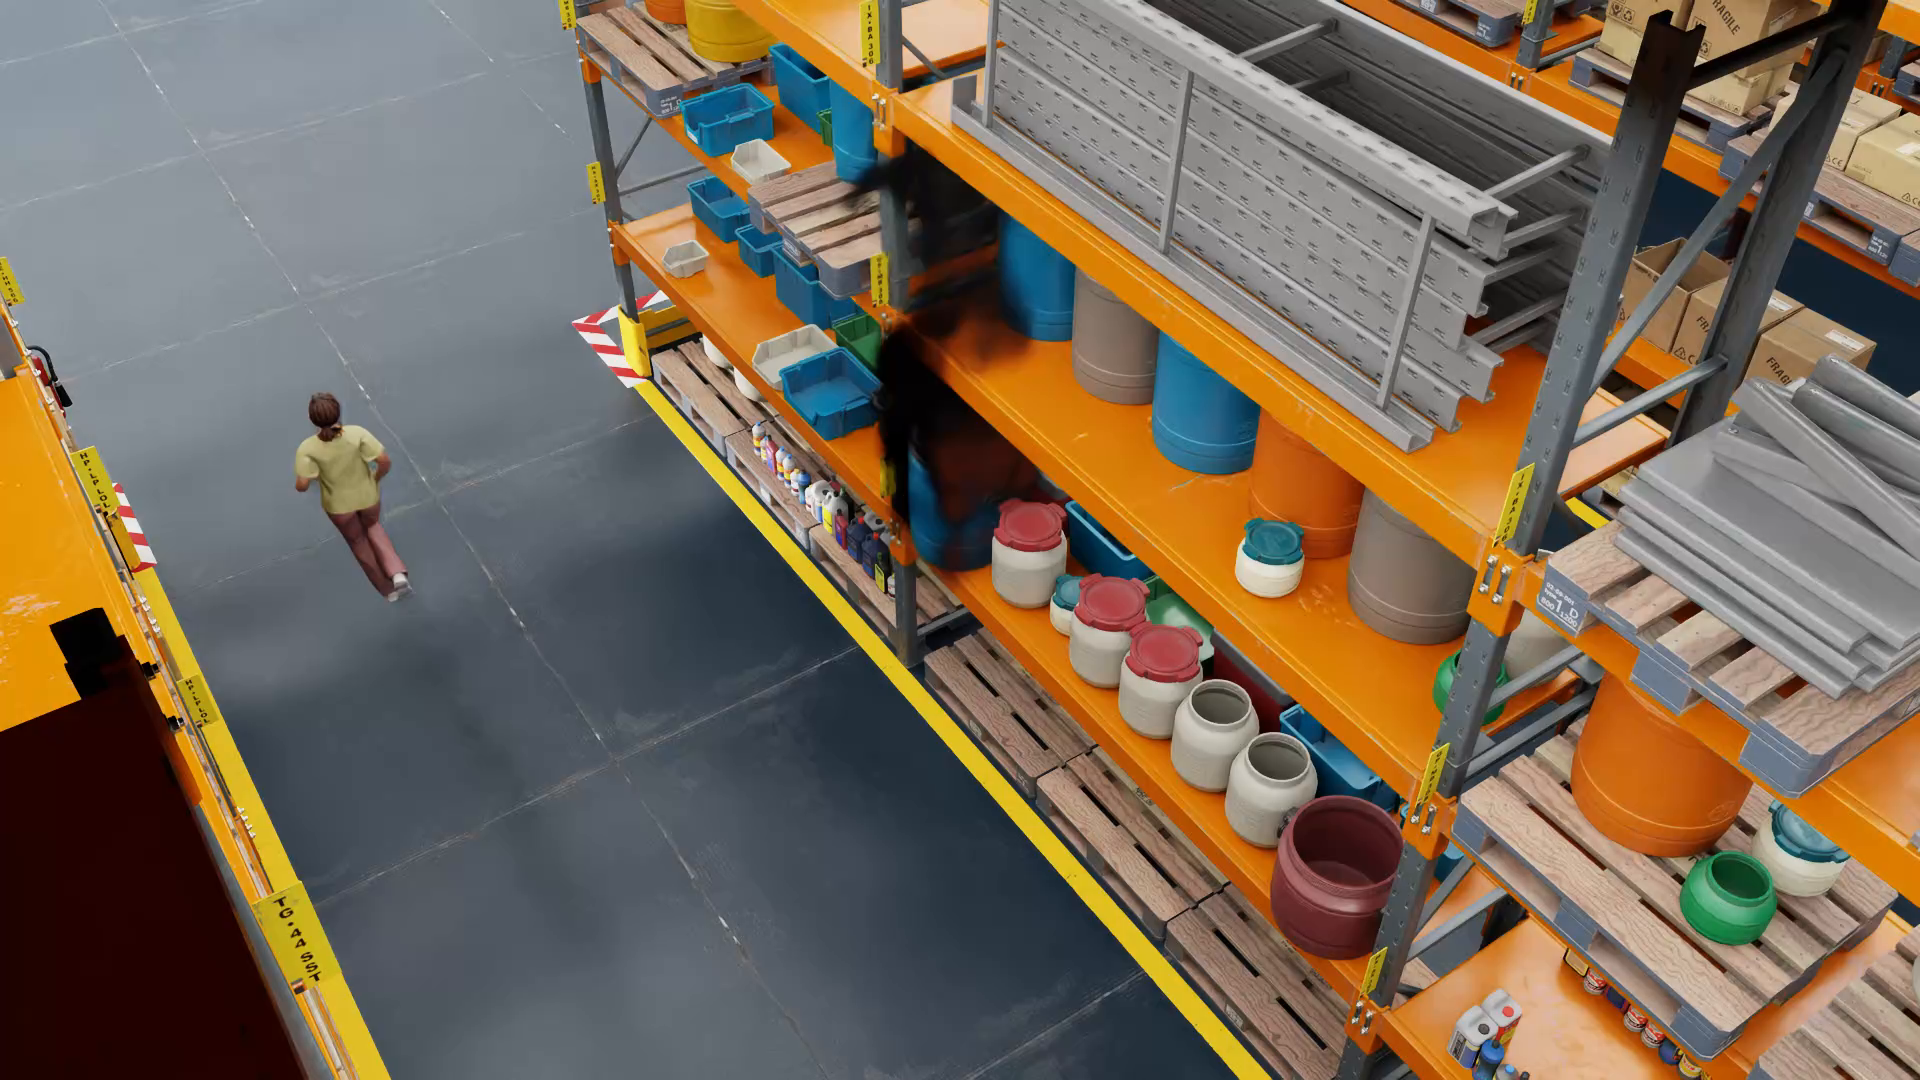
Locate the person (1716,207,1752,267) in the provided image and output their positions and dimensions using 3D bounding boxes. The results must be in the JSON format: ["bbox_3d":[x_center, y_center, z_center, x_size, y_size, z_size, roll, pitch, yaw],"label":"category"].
[{"bbox_3d":[6.060,-2.129,12.775,0.954,1.776,0.712,31,51,29],"label":"person"}]

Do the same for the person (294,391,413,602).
[{"bbox_3d":[-3.801,-0.236,10.388,0.573,1.644,0.532,-23,47,-23],"label":"person"}]
